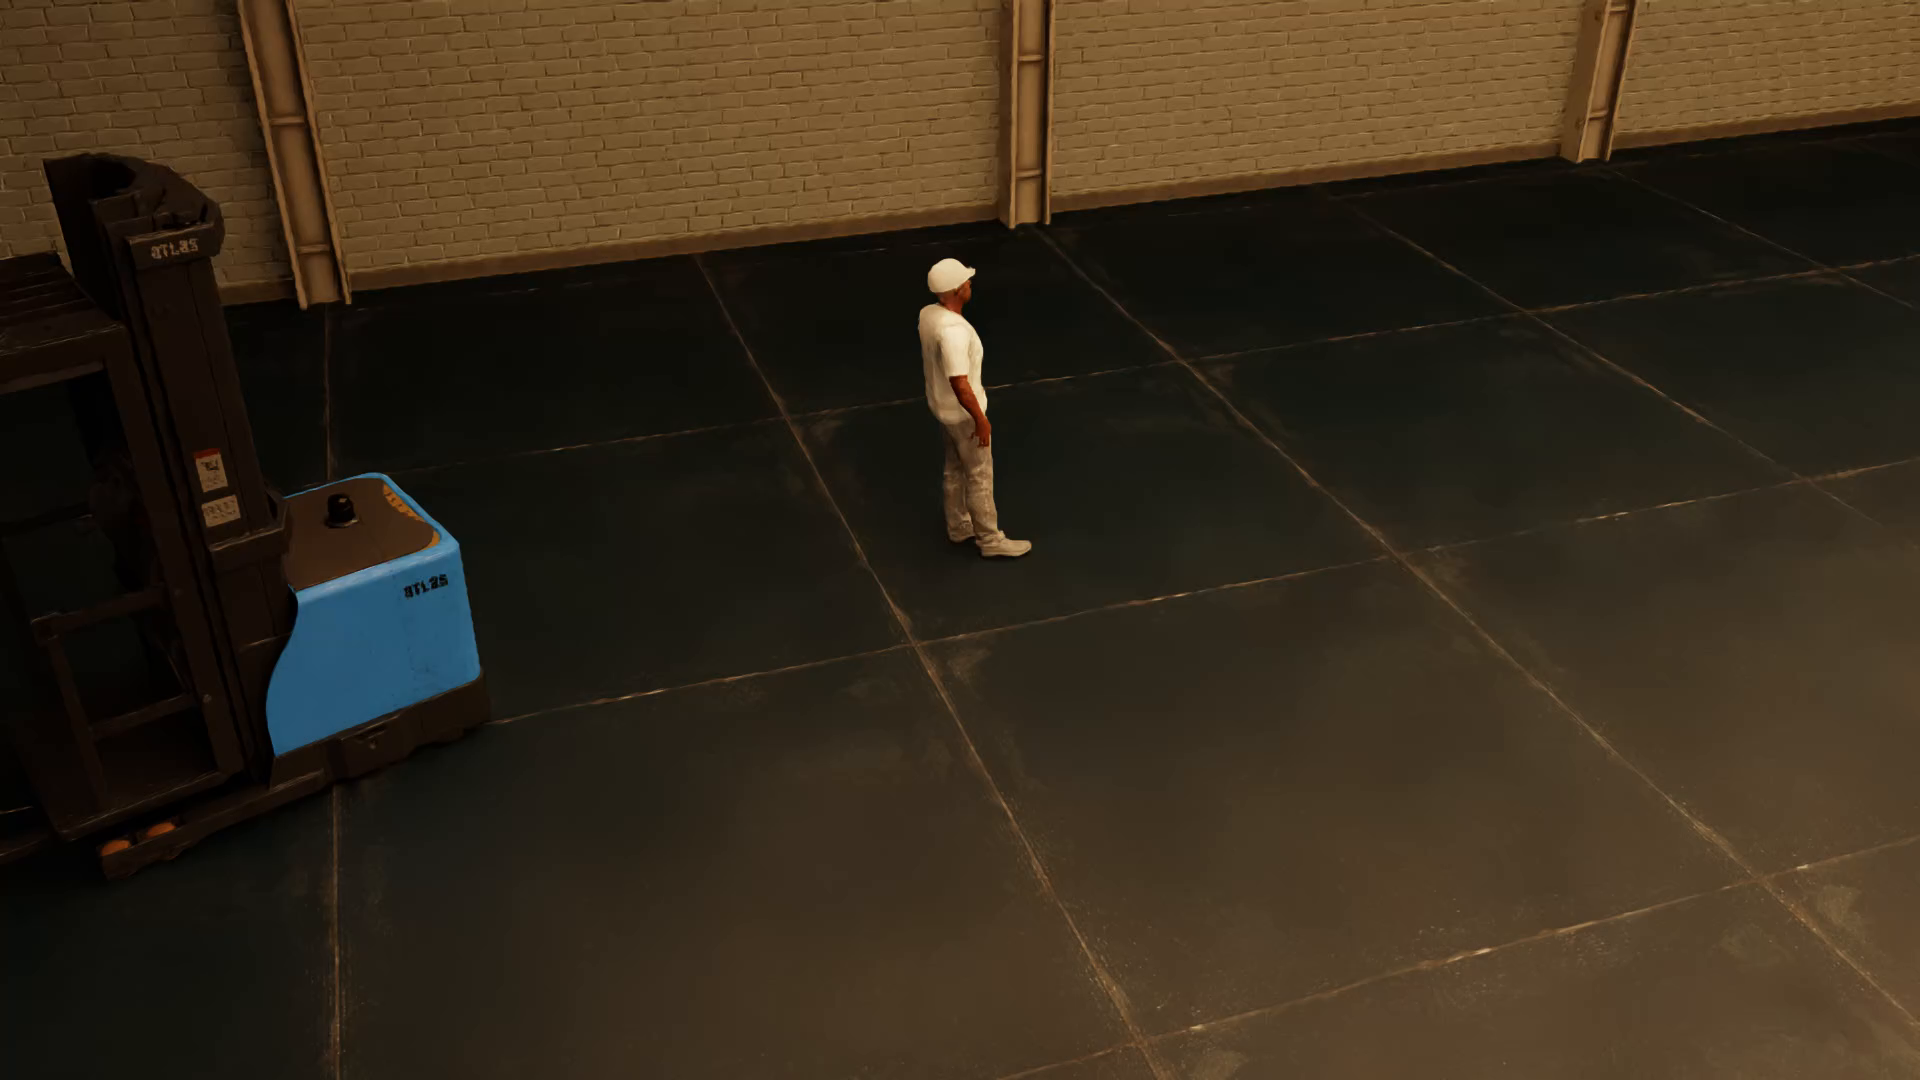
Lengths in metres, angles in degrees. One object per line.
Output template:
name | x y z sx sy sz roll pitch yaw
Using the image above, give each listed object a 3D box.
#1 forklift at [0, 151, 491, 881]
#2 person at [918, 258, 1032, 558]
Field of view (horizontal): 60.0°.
forklift | -3.831 -0.061 7.193 3.031 2.935 1.130 -22 36 -33
person | 0.068 -0.780 9.597 0.576 1.766 0.665 -10 31 -16
